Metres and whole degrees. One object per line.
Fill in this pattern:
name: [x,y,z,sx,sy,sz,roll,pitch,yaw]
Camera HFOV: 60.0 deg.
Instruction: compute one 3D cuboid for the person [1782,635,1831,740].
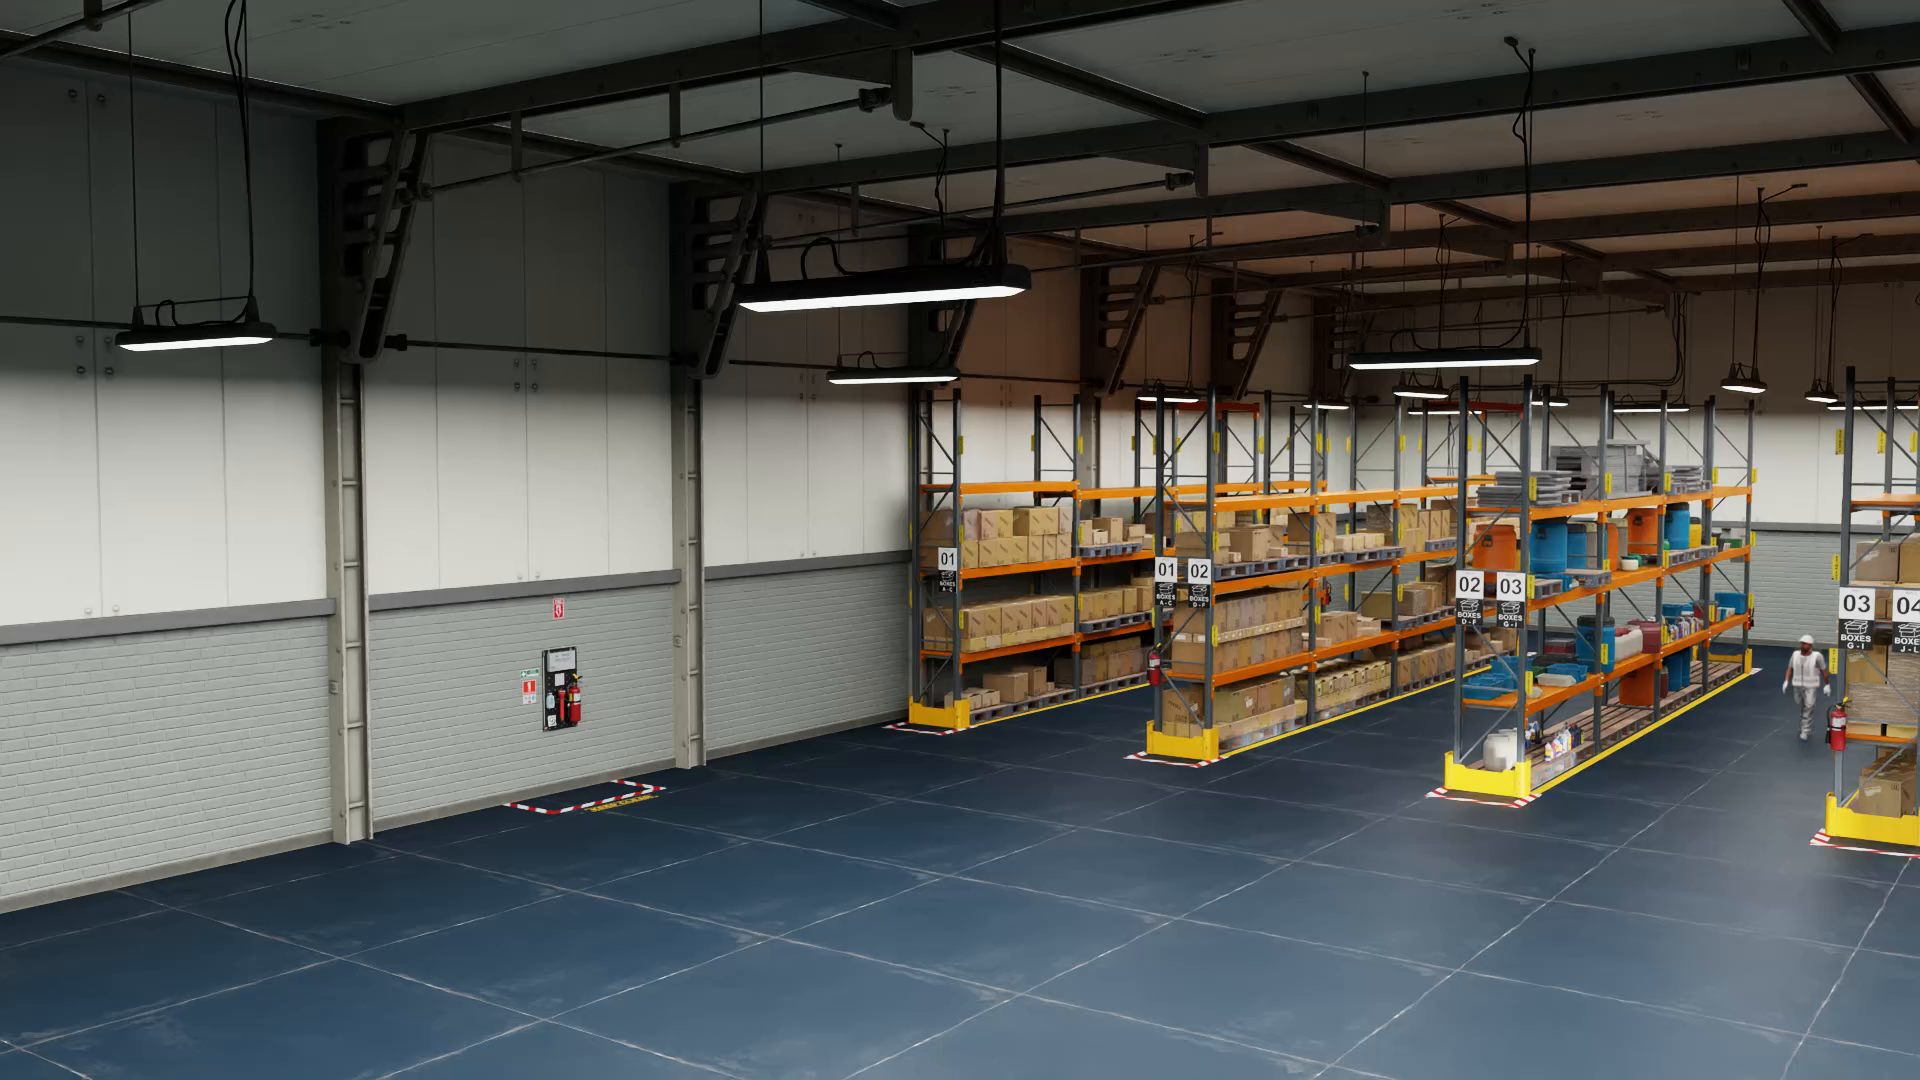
person: [14.459,2.488,28.427,0.670,1.723,1.049,3,5,45]
